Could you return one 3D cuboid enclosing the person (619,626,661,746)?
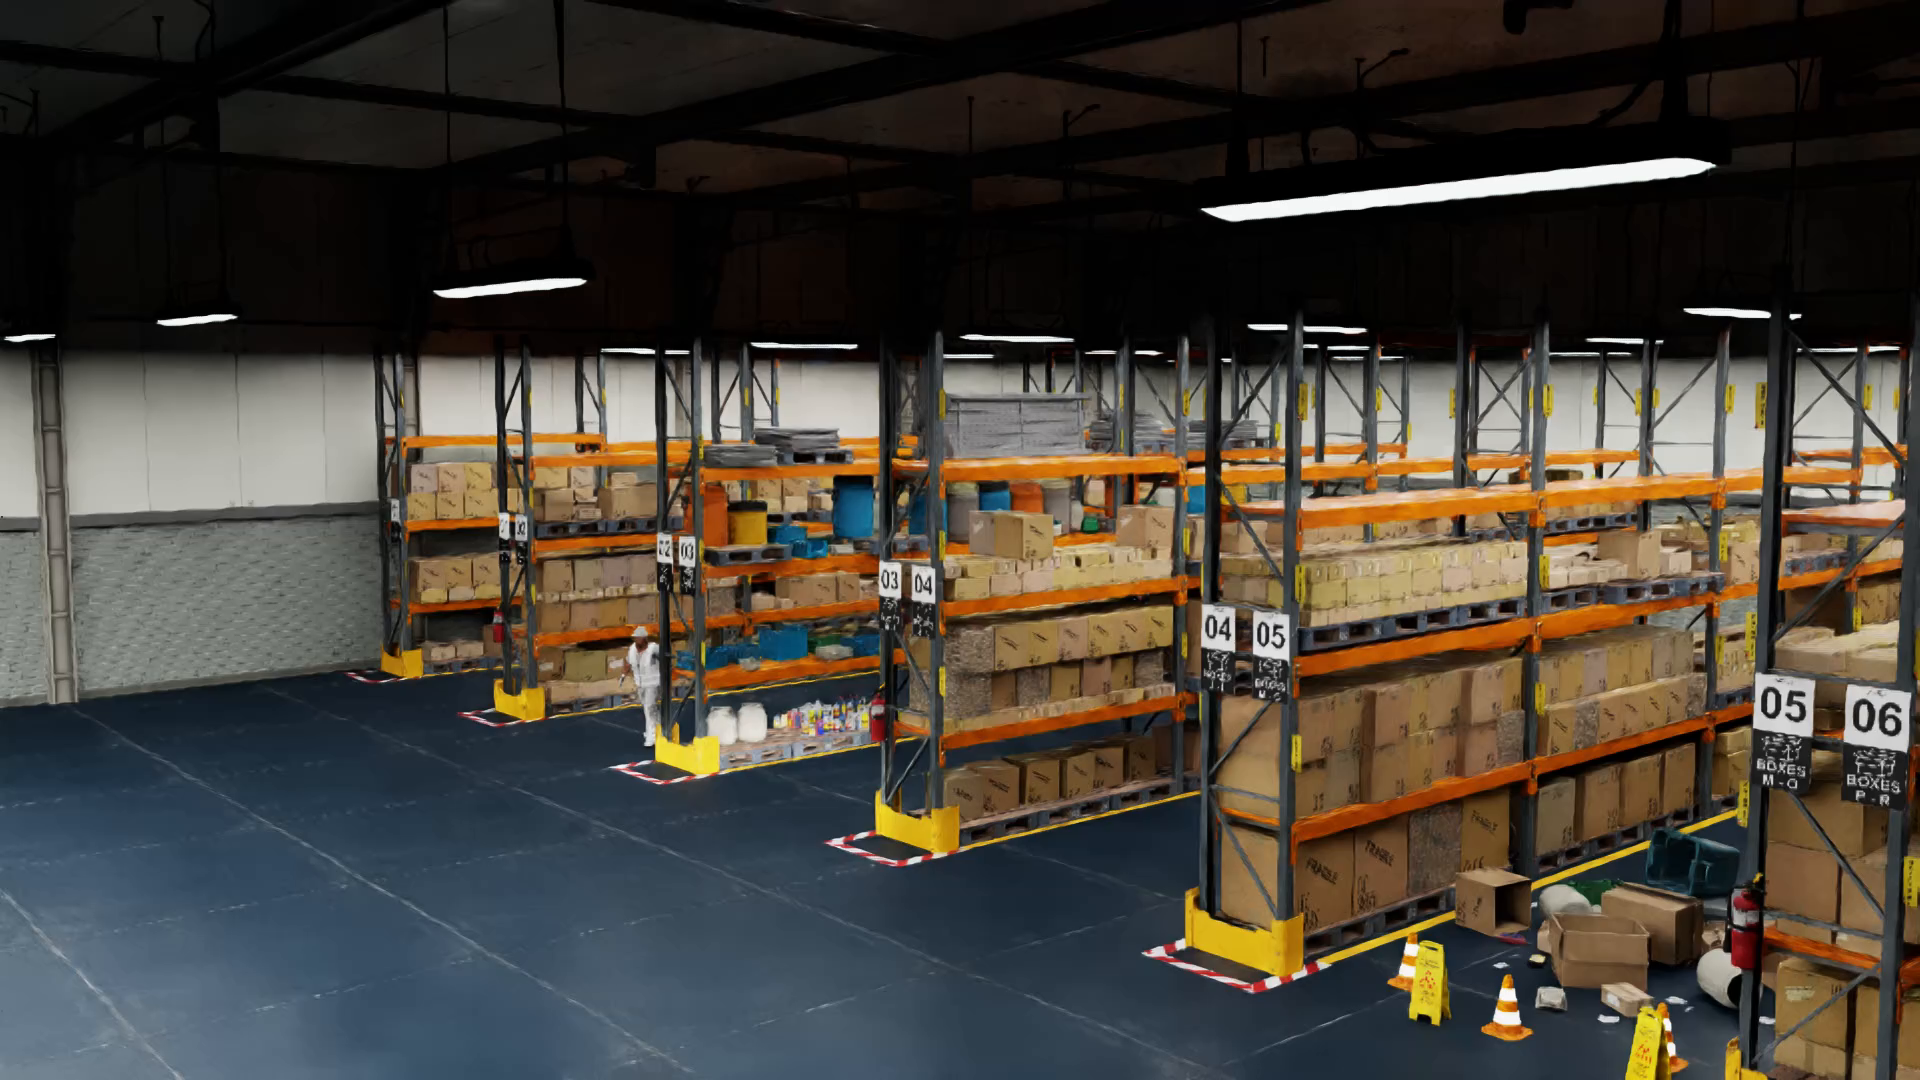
[{"bbox_3d":[-4.555,2.090,24.260,0.685,1.708,0.844,3,6,33],"label":"person"}]
